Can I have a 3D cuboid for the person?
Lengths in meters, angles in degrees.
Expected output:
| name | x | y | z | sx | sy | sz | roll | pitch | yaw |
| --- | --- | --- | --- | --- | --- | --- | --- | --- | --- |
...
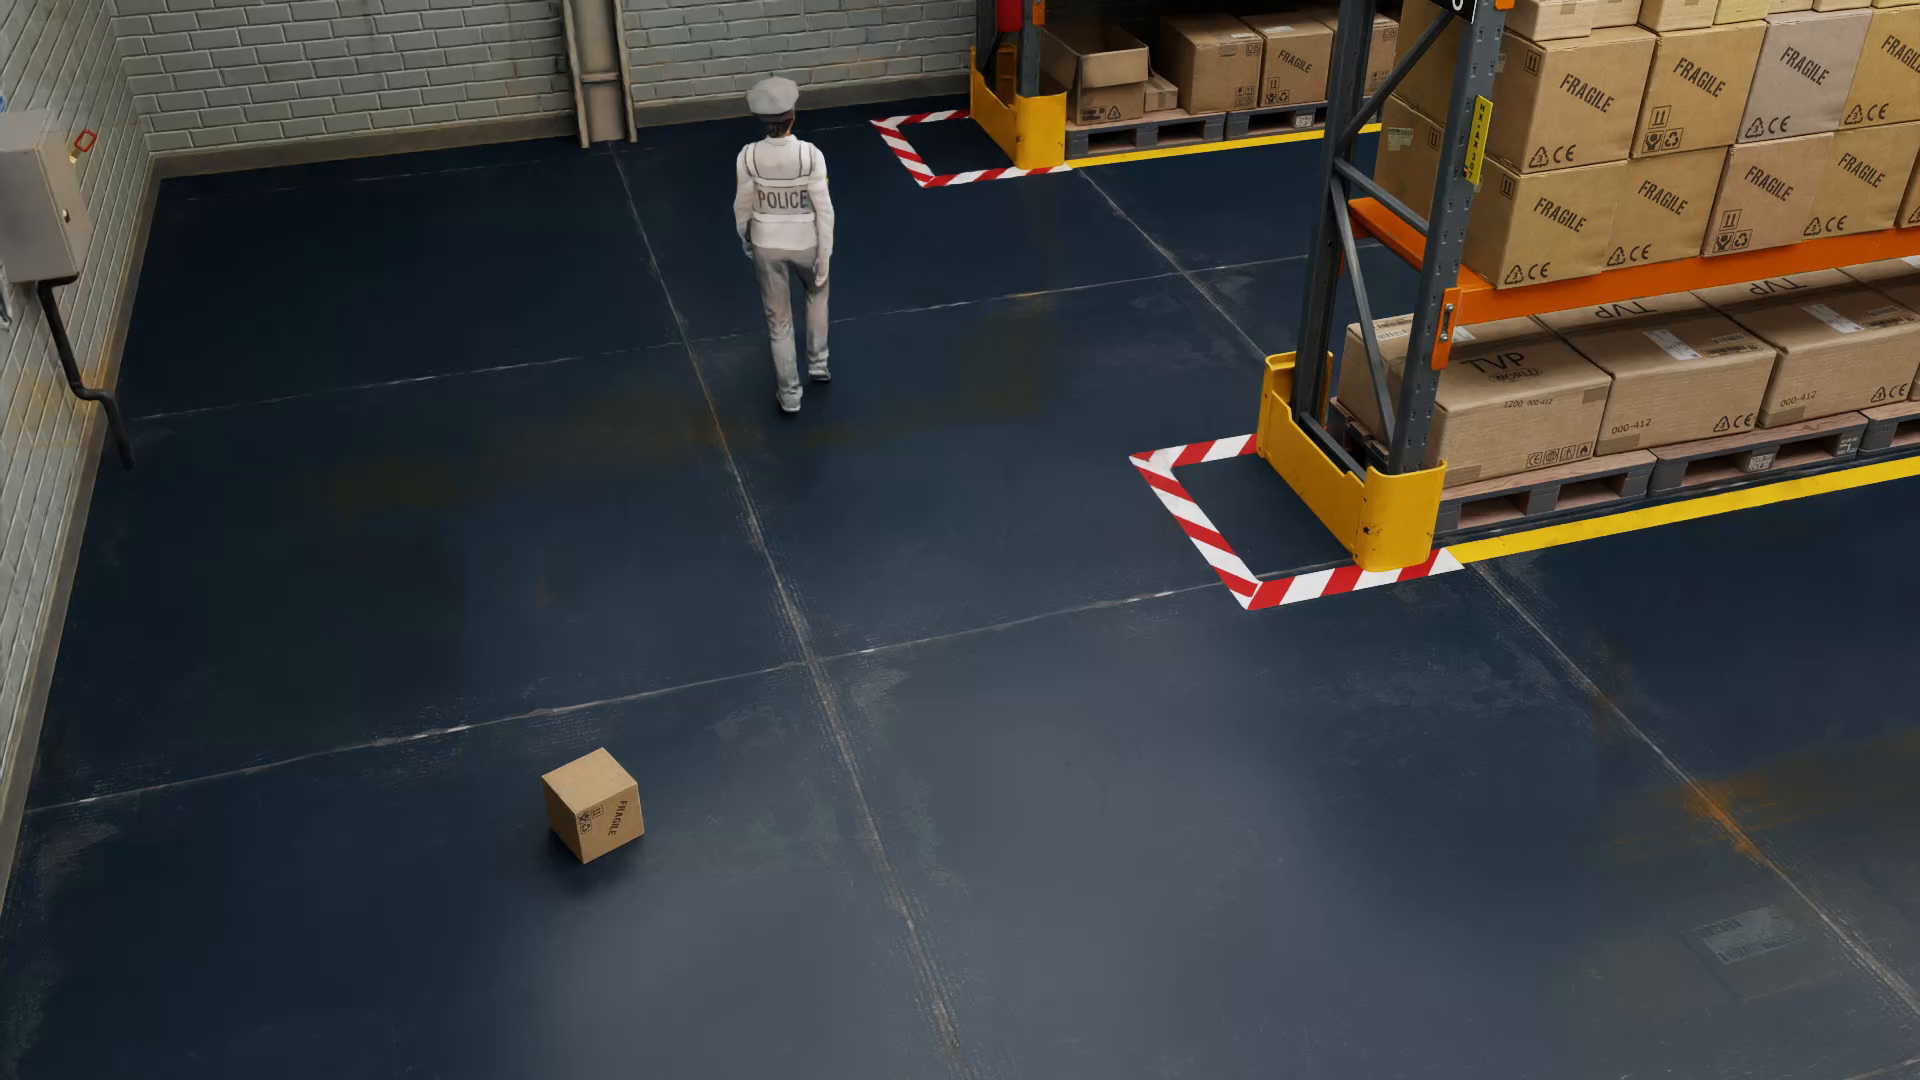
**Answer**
| name | x | y | z | sx | sy | sz | roll | pitch | yaw |
| --- | --- | --- | --- | --- | --- | --- | --- | --- | --- |
| person | -0.862 | -1.443 | 8.259 | 0.489 | 1.736 | 0.499 | -3 | 34 | -4 |
